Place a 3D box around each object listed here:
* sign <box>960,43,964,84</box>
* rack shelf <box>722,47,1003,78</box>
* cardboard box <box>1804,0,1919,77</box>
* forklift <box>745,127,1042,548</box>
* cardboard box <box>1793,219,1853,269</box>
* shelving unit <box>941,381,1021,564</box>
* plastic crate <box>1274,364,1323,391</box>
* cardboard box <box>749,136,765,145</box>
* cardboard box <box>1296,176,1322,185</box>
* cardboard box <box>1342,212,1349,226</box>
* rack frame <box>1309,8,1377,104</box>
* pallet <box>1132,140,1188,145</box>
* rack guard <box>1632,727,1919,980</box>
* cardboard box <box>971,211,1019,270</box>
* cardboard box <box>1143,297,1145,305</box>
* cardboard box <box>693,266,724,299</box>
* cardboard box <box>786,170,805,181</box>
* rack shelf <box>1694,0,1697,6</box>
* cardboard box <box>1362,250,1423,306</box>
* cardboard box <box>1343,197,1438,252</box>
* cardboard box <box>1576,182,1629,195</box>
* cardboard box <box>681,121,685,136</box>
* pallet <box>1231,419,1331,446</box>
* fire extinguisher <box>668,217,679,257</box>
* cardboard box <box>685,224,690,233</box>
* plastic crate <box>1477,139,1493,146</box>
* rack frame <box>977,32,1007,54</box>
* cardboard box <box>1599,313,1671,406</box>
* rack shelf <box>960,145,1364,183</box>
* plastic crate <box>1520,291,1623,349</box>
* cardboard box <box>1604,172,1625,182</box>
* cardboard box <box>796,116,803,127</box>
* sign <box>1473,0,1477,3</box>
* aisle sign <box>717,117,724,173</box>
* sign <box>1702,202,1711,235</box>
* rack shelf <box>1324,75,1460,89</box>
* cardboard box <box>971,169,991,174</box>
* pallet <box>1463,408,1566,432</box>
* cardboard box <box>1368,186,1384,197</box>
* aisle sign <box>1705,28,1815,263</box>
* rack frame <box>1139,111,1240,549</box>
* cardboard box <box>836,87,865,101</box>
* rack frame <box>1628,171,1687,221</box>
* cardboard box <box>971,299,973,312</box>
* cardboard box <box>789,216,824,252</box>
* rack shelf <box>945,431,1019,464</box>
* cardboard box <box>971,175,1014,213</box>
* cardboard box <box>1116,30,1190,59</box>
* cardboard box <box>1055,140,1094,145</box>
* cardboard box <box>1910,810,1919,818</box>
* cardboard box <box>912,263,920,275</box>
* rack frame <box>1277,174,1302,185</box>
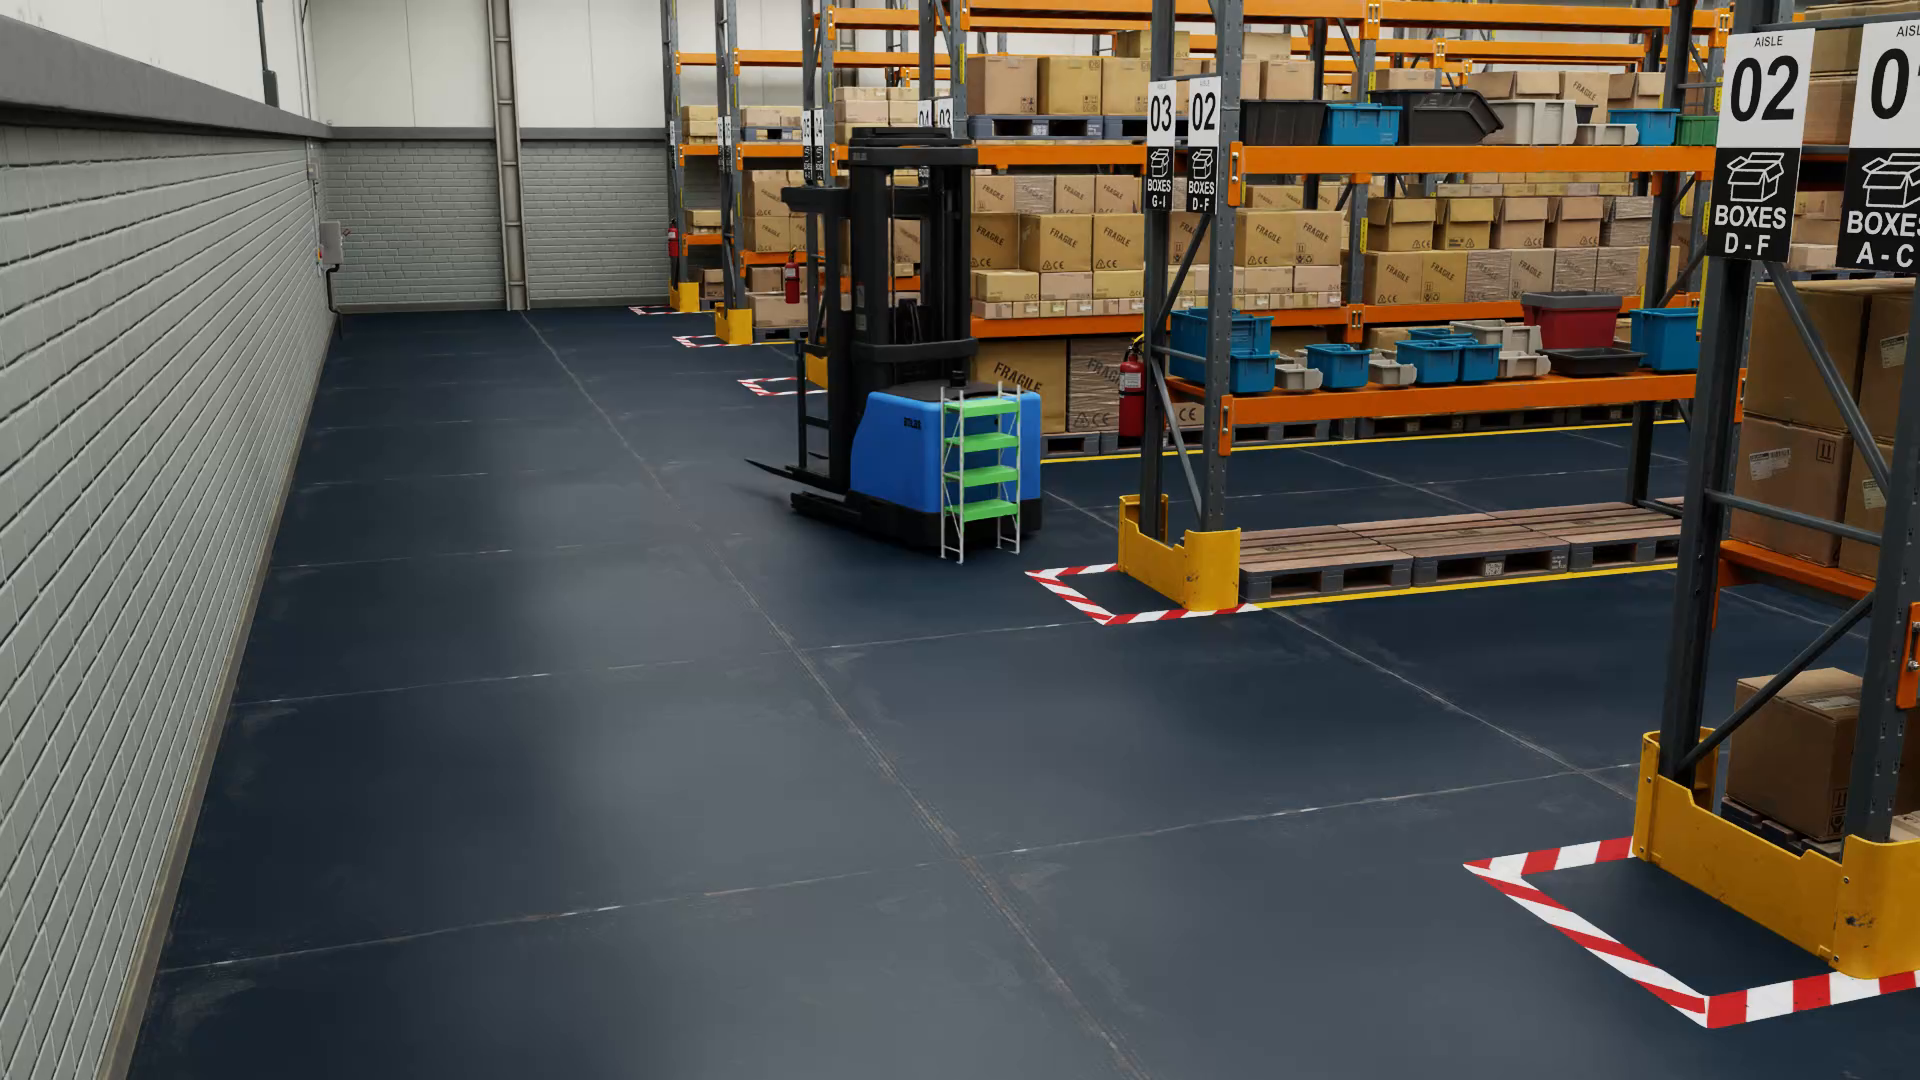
[{"bbox_3d":[0.015,-4.044,14.119,0.005,0.325,0.100,-4,14,-18],"label":"sign"},{"bbox_3d":[-1.421,-6.938,24.283,4.000,0.370,1.077,-4,14,-18],"label":"rack shelf"},{"bbox_3d":[3.405,-1.793,5.961,0.500,0.250,0.500,-4,14,-18],"label":"cardboard box"},{"bbox_3d":[-0.664,-1.654,12.762,1.130,2.935,3.031,-9,16,-35],"label":"forklift"},{"bbox_3d":[9.604,-3.235,18.129,0.637,0.503,0.797,-3,14,-12],"label":"cardboard box"},{"bbox_3d":[0.144,-0.473,11.536,0.503,1.200,0.258,-9,16,-35],"label":"shelving unit"},{"bbox_3d":[2.093,-1.009,10.343,0.298,0.136,0.250,-4,14,-18],"label":"plastic crate"},{"bbox_3d":[-3.524,-6.871,28.609,0.250,0.149,0.380,-4,14,-18],"label":"cardboard box"},{"bbox_3d":[5.726,-5.903,27.308,0.250,0.149,0.380,-5,14,-21],"label":"cardboard box"},{"bbox_3d":[4.883,-4.105,21.270,0.250,0.149,0.380,-4,14,-16],"label":"cardboard box"},{"bbox_3d":[3.635,-5.457,15.637,0.127,3.000,1.000,-4,14,-18],"label":"rack frame"},{"bbox_3d":[2.768,-5.023,20.703,1.003,0.211,1.213,-4,14,-18],"label":"pallet"},{"bbox_3d":[3.072,1.141,6.267,0.348,0.500,1.175,-4,14,-18],"label":"rack guard"},{"bbox_3d":[0.222,-2.773,15.379,0.500,0.500,0.500,-4,14,-17],"label":"cardboard box"},{"bbox_3d":[1.743,-2.188,15.403,0.250,0.149,0.380,-5,14,-19],"label":"cardboard box"},{"bbox_3d":[-4.293,-4.519,29.145,0.637,0.503,0.797,-5,14,-20],"label":"cardboard box"},{"bbox_3d":[-2.383,-5.261,24.002,0.250,0.149,0.380,-4,14,-16],"label":"cardboard box"},{"bbox_3d":[7.110,-3.973,11.820,4.000,0.370,1.077,-4,14,-18],"label":"rack shelf"},{"bbox_3d":[4.151,-2.566,16.231,0.500,0.500,0.500,-4,14,-18],"label":"cardboard box"},{"bbox_3d":[4.238,-3.124,16.409,0.637,0.503,0.797,-5,14,-20],"label":"cardboard box"},{"bbox_3d":[8.775,-4.682,22.970,0.500,0.500,0.700,-5,14,-19],"label":"cardboard box"},{"bbox_3d":[-4.569,-7.128,28.828,0.500,0.250,0.500,-5,14,-19],"label":"cardboard box"},{"bbox_3d":[2.889,-1.142,16.490,1.213,0.211,1.003,-4,14,-18],"label":"pallet"},{"bbox_3d":[-4.895,-5.173,28.383,0.183,0.674,0.296,-4,14,-18],"label":"fire extinguisher"},{"bbox_3d":[-4.675,-5.466,29.182,0.250,0.149,0.380,-5,14,-19],"label":"cardboard box"},{"bbox_3d":[3.303,-2.694,11.076,0.530,0.136,0.437,-4,14,-18],"label":"plastic crate"},{"bbox_3d":[0.474,-7.630,24.774,0.127,3.000,1.000,-4,14,-18],"label":"rack frame"},{"bbox_3d":[6.765,-1.958,17.574,0.875,0.875,1.225,-5,14,-21],"label":"cardboard box"},{"bbox_3d":[1.739,-3.500,15.446,4.000,0.370,1.077,-4,14,-18],"label":"rack shelf"},{"bbox_3d":[4.288,-1.501,11.704,0.583,0.464,0.402,-4,14,-18],"label":"plastic crate"},{"bbox_3d":[10.951,-6.156,28.520,0.500,0.500,0.700,-4,14,-18],"label":"cardboard box"},{"bbox_3d":[-2.212,-6.036,23.975,0.250,0.149,0.380,-4,14,-16],"label":"cardboard box"},{"bbox_3d":[8.239,-8.631,26.620,0.005,0.325,0.100,-4,14,-18],"label":"sign"},{"bbox_3d":[-3.484,-5.744,24.190,0.004,0.787,0.394,-4,14,-18],"label":"aisle sign"},{"bbox_3d":[7.606,-3.275,16.927,0.005,0.325,0.100,-4,14,-18],"label":"sign"},{"bbox_3d":[8.365,-8.912,32.582,4.000,0.370,1.077,-4,14,-18],"label":"rack shelf"},{"bbox_3d":[0.284,-5.470,24.877,0.250,0.149,0.380,-5,14,-19],"label":"cardboard box"},{"bbox_3d":[5.501,-1.346,17.345,1.213,0.211,1.003,-4,14,-18],"label":"pallet"},{"bbox_3d":[6.731,-5.542,27.191,0.500,0.500,0.500,-4,14,-16],"label":"cardboard box"},{"bbox_3d":[2.837,-1.397,5.915,0.004,0.787,0.394,-4,14,-18],"label":"aisle sign"},{"bbox_3d":[1.424,-1.157,10.523,0.127,3.000,1.000,-4,14,-18],"label":"rack frame"},{"bbox_3d":[-1.263,-5.136,19.151,0.250,0.149,0.380,-5,14,-19],"label":"cardboard box"},{"bbox_3d":[9.731,-4.224,23.418,0.127,3.000,1.000,-4,14,-18],"label":"rack frame"},{"bbox_3d":[0.076,-2.219,15.533,0.250,0.149,0.380,-4,14,-17],"label":"cardboard box"},{"bbox_3d":[-2.300,-4.481,24.282,0.500,0.500,0.500,-5,14,-19],"label":"cardboard box"},{"bbox_3d":[0.144,-0.644,11.495,0.480,0.148,0.258,-9,16,-35],"label":"rack shelf"},{"bbox_3d":[0.326,-4.103,19.892,0.500,0.500,0.500,-5,14,-20],"label":"cardboard box"},{"bbox_3d":[1.762,-4.515,15.202,0.500,0.250,0.500,-5,14,-20],"label":"cardboard box"},{"bbox_3d":[1.293,-4.890,20.060,0.500,0.250,0.500,-4,14,-18],"label":"cardboard box"},{"bbox_3d":[3.743,1.121,6.122,0.250,0.166,0.380,-4,14,-18],"label":"cardboard box"},{"bbox_3d":[-0.529,-3.253,19.880,0.250,0.149,0.380,-4,14,-15],"label":"cardboard box"},{"bbox_3d":[6.470,-6.390,32.526,0.127,3.000,1.000,-4,14,-18],"label":"rack frame"}]
